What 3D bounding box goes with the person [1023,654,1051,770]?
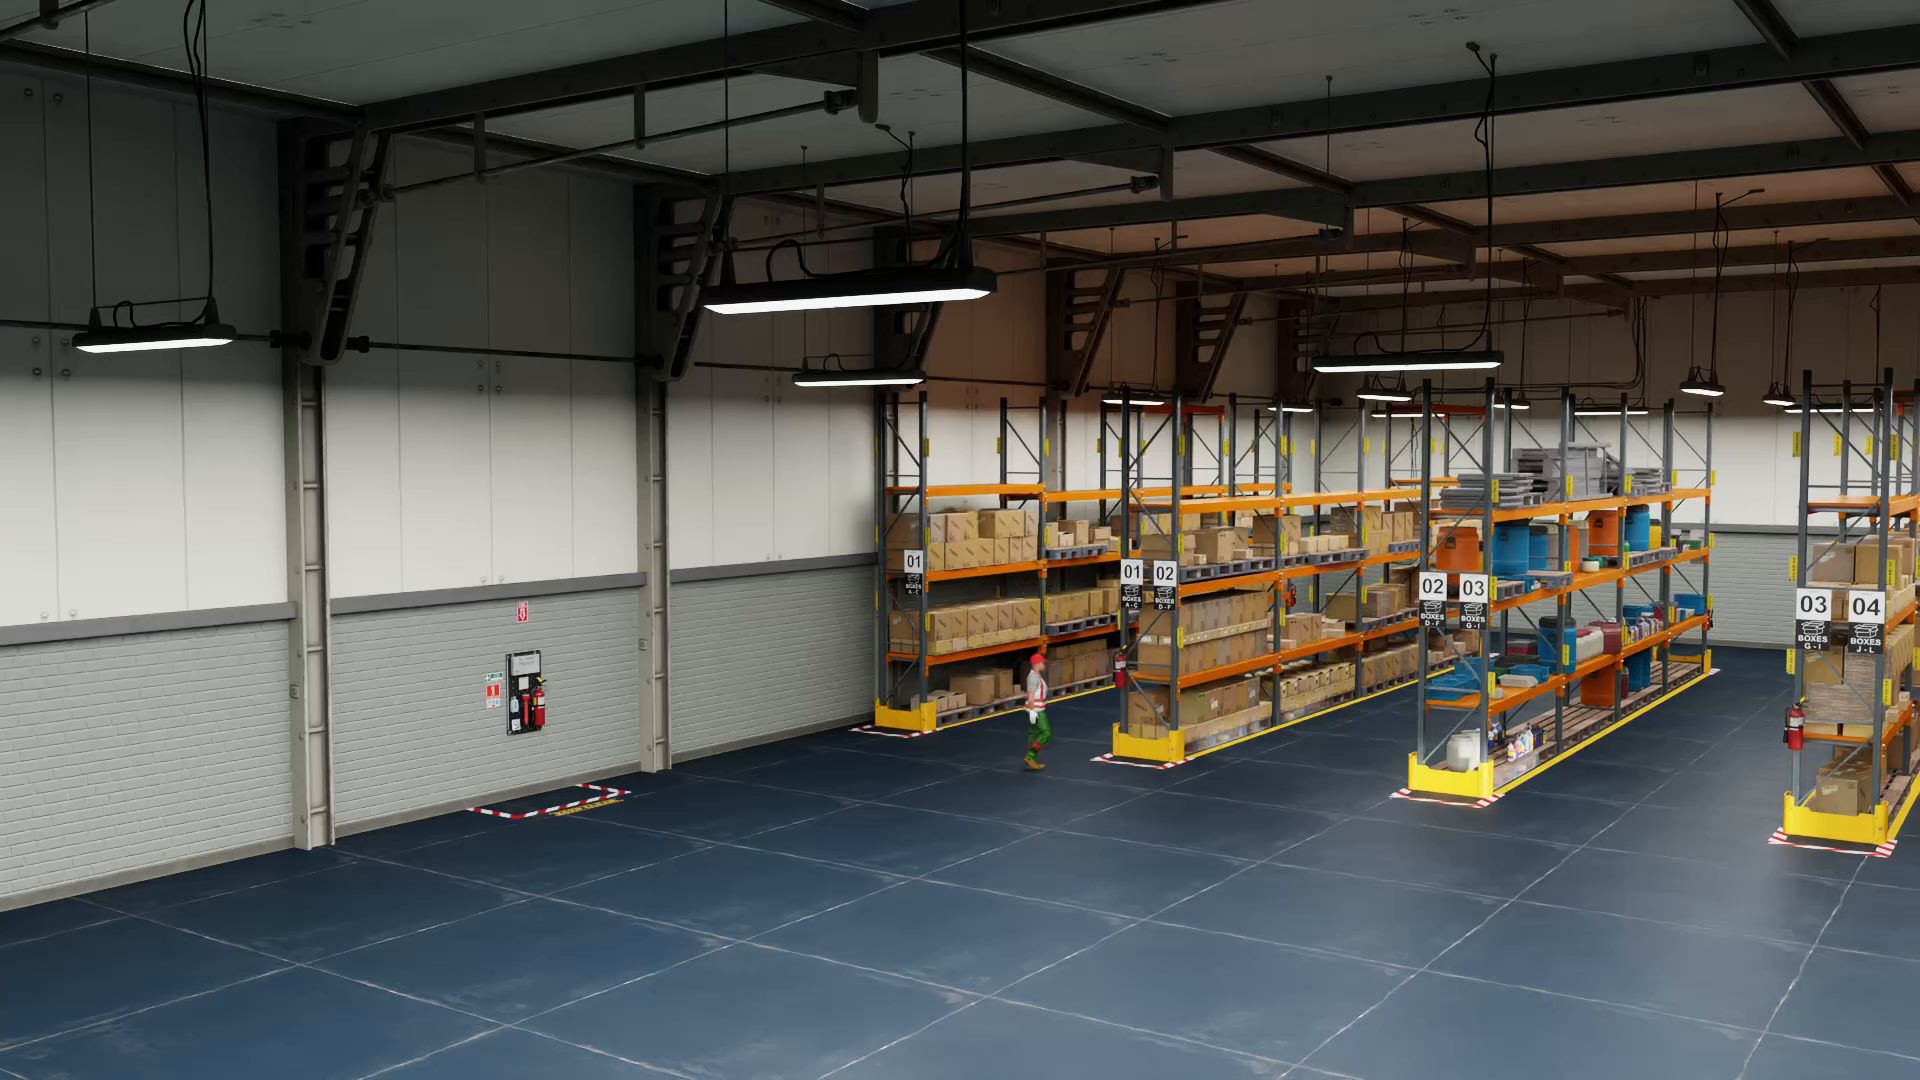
[{"bbox_3d":[1.200,2.668,25.872,0.425,1.786,0.573,0,3,3],"label":"person"}]
